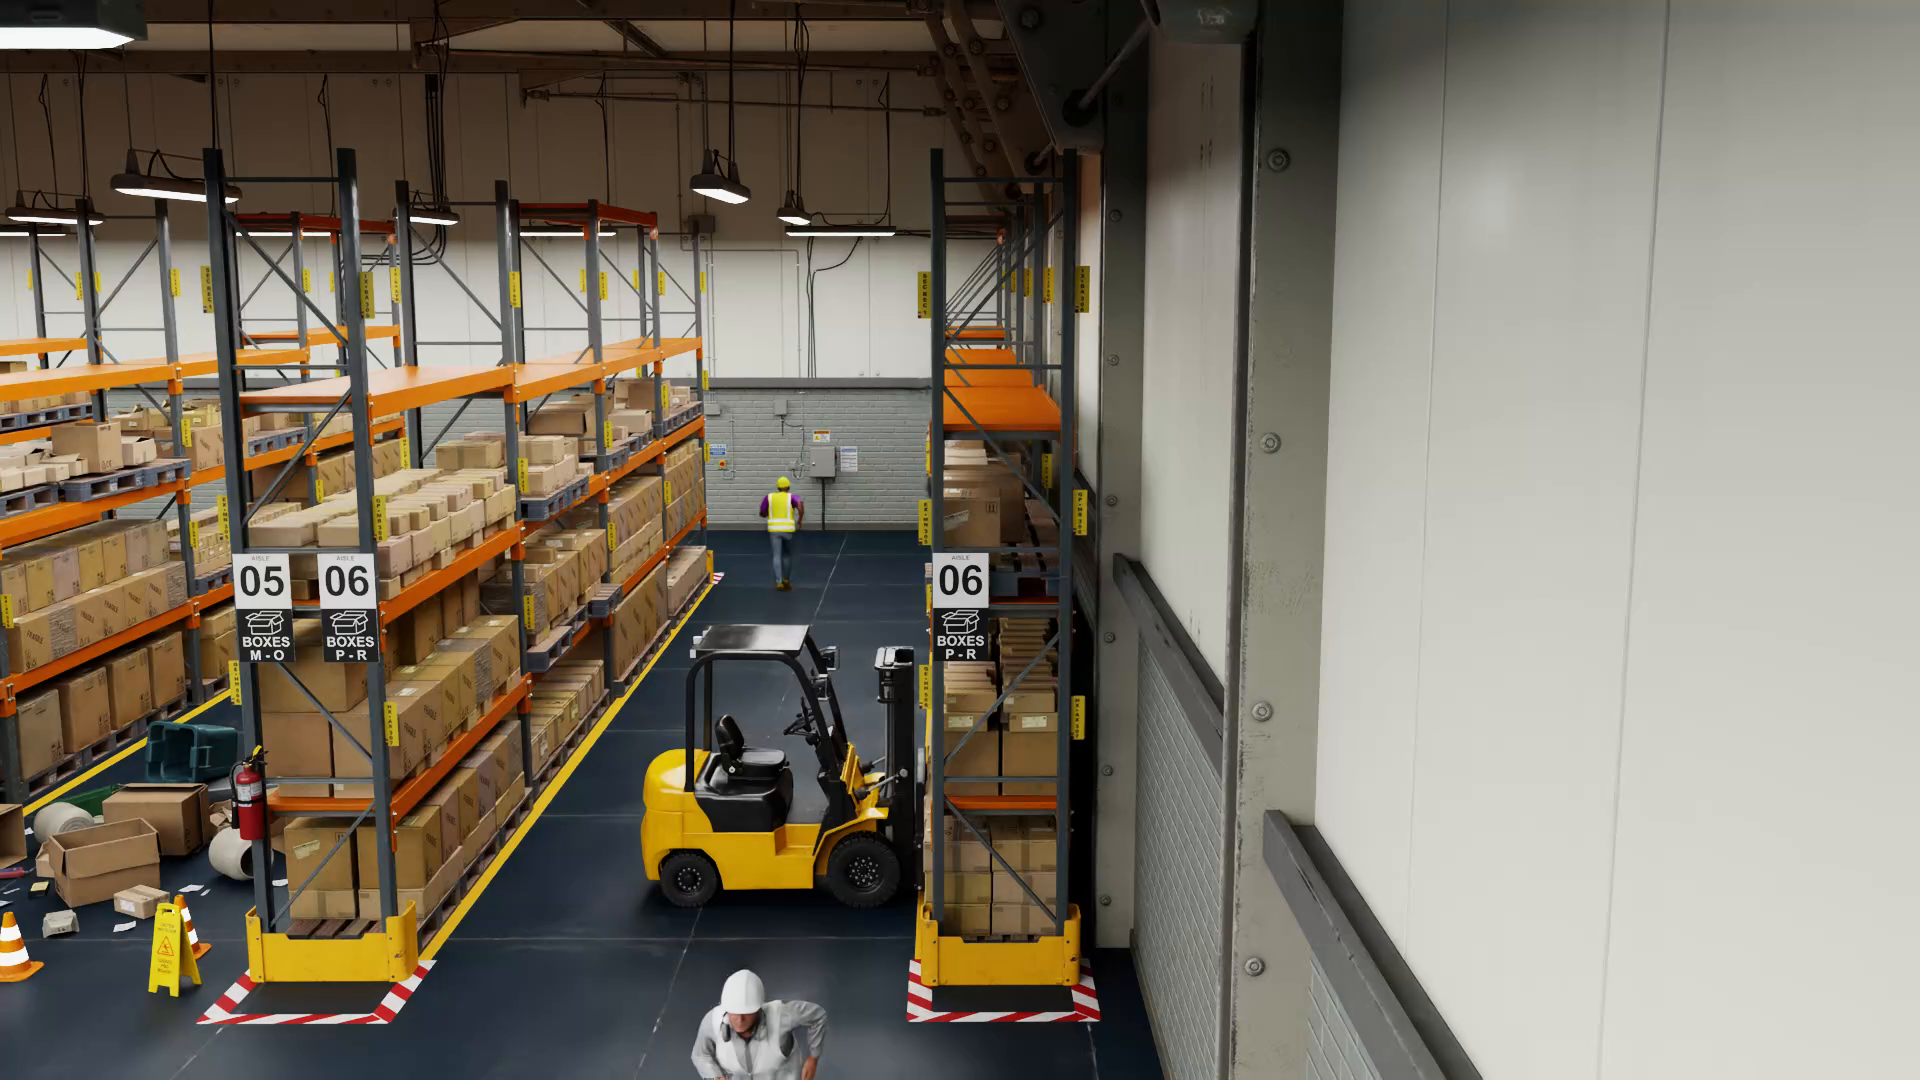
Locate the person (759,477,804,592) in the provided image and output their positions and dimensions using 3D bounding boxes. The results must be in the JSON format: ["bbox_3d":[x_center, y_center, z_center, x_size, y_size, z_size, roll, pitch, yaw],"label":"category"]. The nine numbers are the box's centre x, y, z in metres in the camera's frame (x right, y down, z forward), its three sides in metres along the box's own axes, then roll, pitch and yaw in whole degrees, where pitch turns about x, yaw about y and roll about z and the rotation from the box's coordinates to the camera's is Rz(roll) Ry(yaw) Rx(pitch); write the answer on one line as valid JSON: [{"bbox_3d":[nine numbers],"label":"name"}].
[{"bbox_3d":[-2.740,-0.031,25.566,0.693,1.837,0.908,-1,9,-4],"label":"person"}]

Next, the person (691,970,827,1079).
[{"bbox_3d":[-1.043,2.974,8.838,0.701,1.732,1.036,1,9,4],"label":"person"}]
